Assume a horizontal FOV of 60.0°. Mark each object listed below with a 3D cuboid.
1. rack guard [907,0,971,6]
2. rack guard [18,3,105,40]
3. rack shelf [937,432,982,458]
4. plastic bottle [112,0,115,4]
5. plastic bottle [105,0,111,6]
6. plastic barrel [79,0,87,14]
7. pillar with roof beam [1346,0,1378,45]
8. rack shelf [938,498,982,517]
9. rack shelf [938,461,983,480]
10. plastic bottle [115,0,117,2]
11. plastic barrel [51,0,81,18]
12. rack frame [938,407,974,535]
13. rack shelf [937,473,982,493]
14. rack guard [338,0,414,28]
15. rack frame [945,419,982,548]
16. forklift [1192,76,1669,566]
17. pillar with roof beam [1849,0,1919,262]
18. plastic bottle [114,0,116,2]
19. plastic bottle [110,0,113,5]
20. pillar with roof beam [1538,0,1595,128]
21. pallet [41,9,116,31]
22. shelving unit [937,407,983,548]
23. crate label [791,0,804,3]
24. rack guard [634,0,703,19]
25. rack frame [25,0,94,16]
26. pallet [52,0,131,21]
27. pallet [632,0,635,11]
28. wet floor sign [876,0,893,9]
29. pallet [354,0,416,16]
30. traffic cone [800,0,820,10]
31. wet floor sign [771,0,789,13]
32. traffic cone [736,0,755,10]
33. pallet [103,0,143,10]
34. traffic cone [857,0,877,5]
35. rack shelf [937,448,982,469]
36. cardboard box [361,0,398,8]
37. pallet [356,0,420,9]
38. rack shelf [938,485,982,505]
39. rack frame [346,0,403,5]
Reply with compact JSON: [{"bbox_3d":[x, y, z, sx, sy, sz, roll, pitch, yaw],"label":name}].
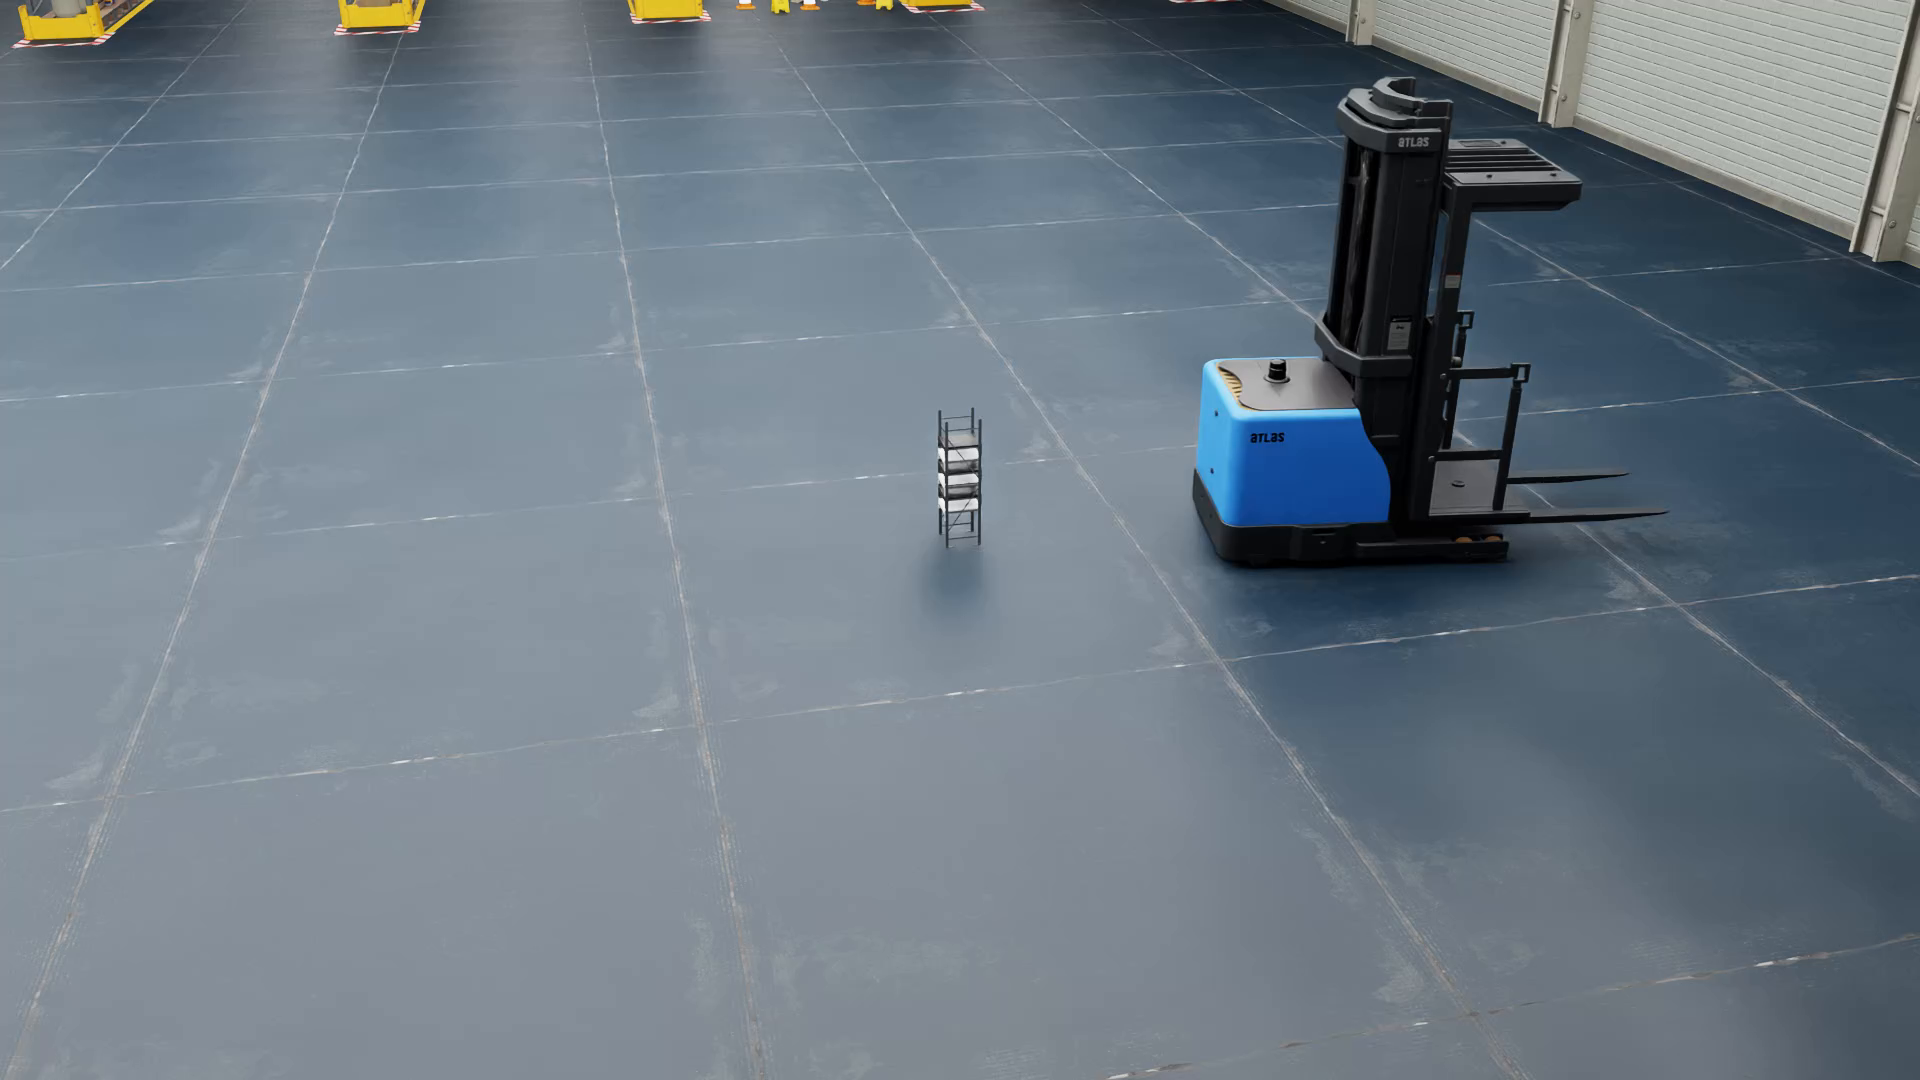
[{"bbox_3d":[-0.388,-10.131,30.613,1.175,0.500,0.348,-6,27,-12],"label":"rack guard"},{"bbox_3d":[-14.915,-8.617,27.614,1.175,0.500,0.348,-6,27,-12],"label":"rack guard"},{"bbox_3d":[-0.002,-0.617,10.794,0.258,0.077,0.200,-6,27,-12],"label":"rack shelf"},{"bbox_3d":[-14.990,-9.617,29.347,0.061,0.283,0.133,-5,27,-11],"label":"plastic bottle"},{"bbox_3d":[-14.957,-9.510,29.149,0.097,0.271,0.097,0,27,0],"label":"plastic bottle"},{"bbox_3d":[-15.188,-9.282,28.453,0.421,0.512,0.421,0,27,0],"label":"plastic barrel"},{"bbox_3d":[2.343,-11.723,24.336,9.100,9.000,0.400,-6,27,-12],"label":"pillar with roof beam"},{"bbox_3d":[-0.002,-0.215,10.997,0.258,0.077,0.200,-6,27,-12],"label":"rack shelf"},{"bbox_3d":[-0.002,-0.456,10.875,0.258,0.077,0.200,-6,27,-12],"label":"rack shelf"},{"bbox_3d":[-15.057,-9.705,29.534,0.097,0.271,0.097,0,27,0],"label":"plastic bottle"},{"bbox_3d":[-15.075,-9.062,28.017,0.421,0.512,0.421,0,27,0],"label":"plastic barrel"},{"bbox_3d":[-0.025,-0.450,10.989,0.240,0.900,0.006,-6,27,-12],"label":"rack frame"},{"bbox_3d":[-0.002,-0.376,10.916,0.258,0.077,0.200,-6,27,-12],"label":"rack shelf"},{"bbox_3d":[-10.043,-9.125,28.620,1.175,0.500,0.348,-6,27,-12],"label":"rack guard"},{"bbox_3d":[0.021,-0.361,10.812,0.240,0.900,0.006,-6,27,-12],"label":"rack frame"},{"bbox_3d":[3.150,-1.395,10.608,3.031,2.935,1.130,-2,27,-4],"label":"forklift"},{"bbox_3d":[5.047,-6.455,13.899,9.100,9.000,0.400,-6,27,-12],"label":"pillar with roof beam"},{"bbox_3d":[-15.034,-9.661,29.447,0.097,0.271,0.097,0,27,0],"label":"plastic bottle"},{"bbox_3d":[-14.980,-9.524,29.255,0.097,0.201,0.097,0,27,0],"label":"plastic bottle"},{"bbox_3d":[3.695,-9.089,19.118,9.100,9.000,0.400,-6,27,-12],"label":"pillar with roof beam"},{"bbox_3d":[-15.093,-8.845,28.386,1.003,0.211,1.213,-6,27,-12],"label":"pallet"},{"bbox_3d":[-0.002,-0.405,10.901,0.258,0.900,0.210,-6,27,-12],"label":"shelving unit"},{"bbox_3d":[-2.967,-10.070,30.896,0.250,0.136,0.298,-23,35,-38],"label":"crate label"},{"bbox_3d":[-5.166,-9.540,29.443,1.175,0.500,0.348,-6,27,-12],"label":"rack guard"},{"bbox_3d":[-14.852,-9.704,26.994,1.000,3.000,0.127,-6,27,-12],"label":"rack frame"},{"bbox_3d":[-15.364,-9.380,29.445,1.003,0.211,1.213,-6,27,-12],"label":"pallet"},{"bbox_3d":[-5.427,-9.765,30.208,1.003,0.211,1.213,-6,27,-12],"label":"pallet"},{"bbox_3d":[-1.371,-9.970,30.134,0.267,0.644,0.232,3,27,6],"label":"wet floor sign"},{"bbox_3d":[-10.192,-9.356,29.398,1.003,0.211,1.213,-6,27,-12],"label":"pallet"},{"bbox_3d":[-2.730,-9.877,30.151,0.336,0.463,0.334,-6,27,-12],"label":"traffic cone"},{"bbox_3d":[-3.235,-9.804,29.804,0.267,0.644,0.232,-11,29,-20],"label":"wet floor sign"},{"bbox_3d":[-3.907,-9.911,30.219,0.336,0.463,0.334,-6,27,-12],"label":"traffic cone"},{"bbox_3d":[-15.642,-9.916,30.509,1.003,0.211,1.213,-6,27,-12],"label":"pallet"},{"bbox_3d":[-1.725,-10.139,30.670,0.336,0.463,0.334,-6,27,-12],"label":"traffic cone"},{"bbox_3d":[-0.002,-0.536,10.835,0.258,0.077,0.200,-6,27,-12],"label":"rack shelf"},{"bbox_3d":[-10.151,-9.555,29.005,0.500,0.500,0.500,-1,27,-2],"label":"cardboard box"},{"bbox_3d":[-10.463,-9.890,30.457,1.003,0.211,1.213,-6,27,-12],"label":"pallet"},{"bbox_3d":[-0.002,-0.295,10.956,0.258,0.077,0.200,-6,27,-12],"label":"rack shelf"},{"bbox_3d":[-10.026,-10.207,27.990,1.000,3.000,0.127,-6,27,-12],"label":"rack frame"}]
